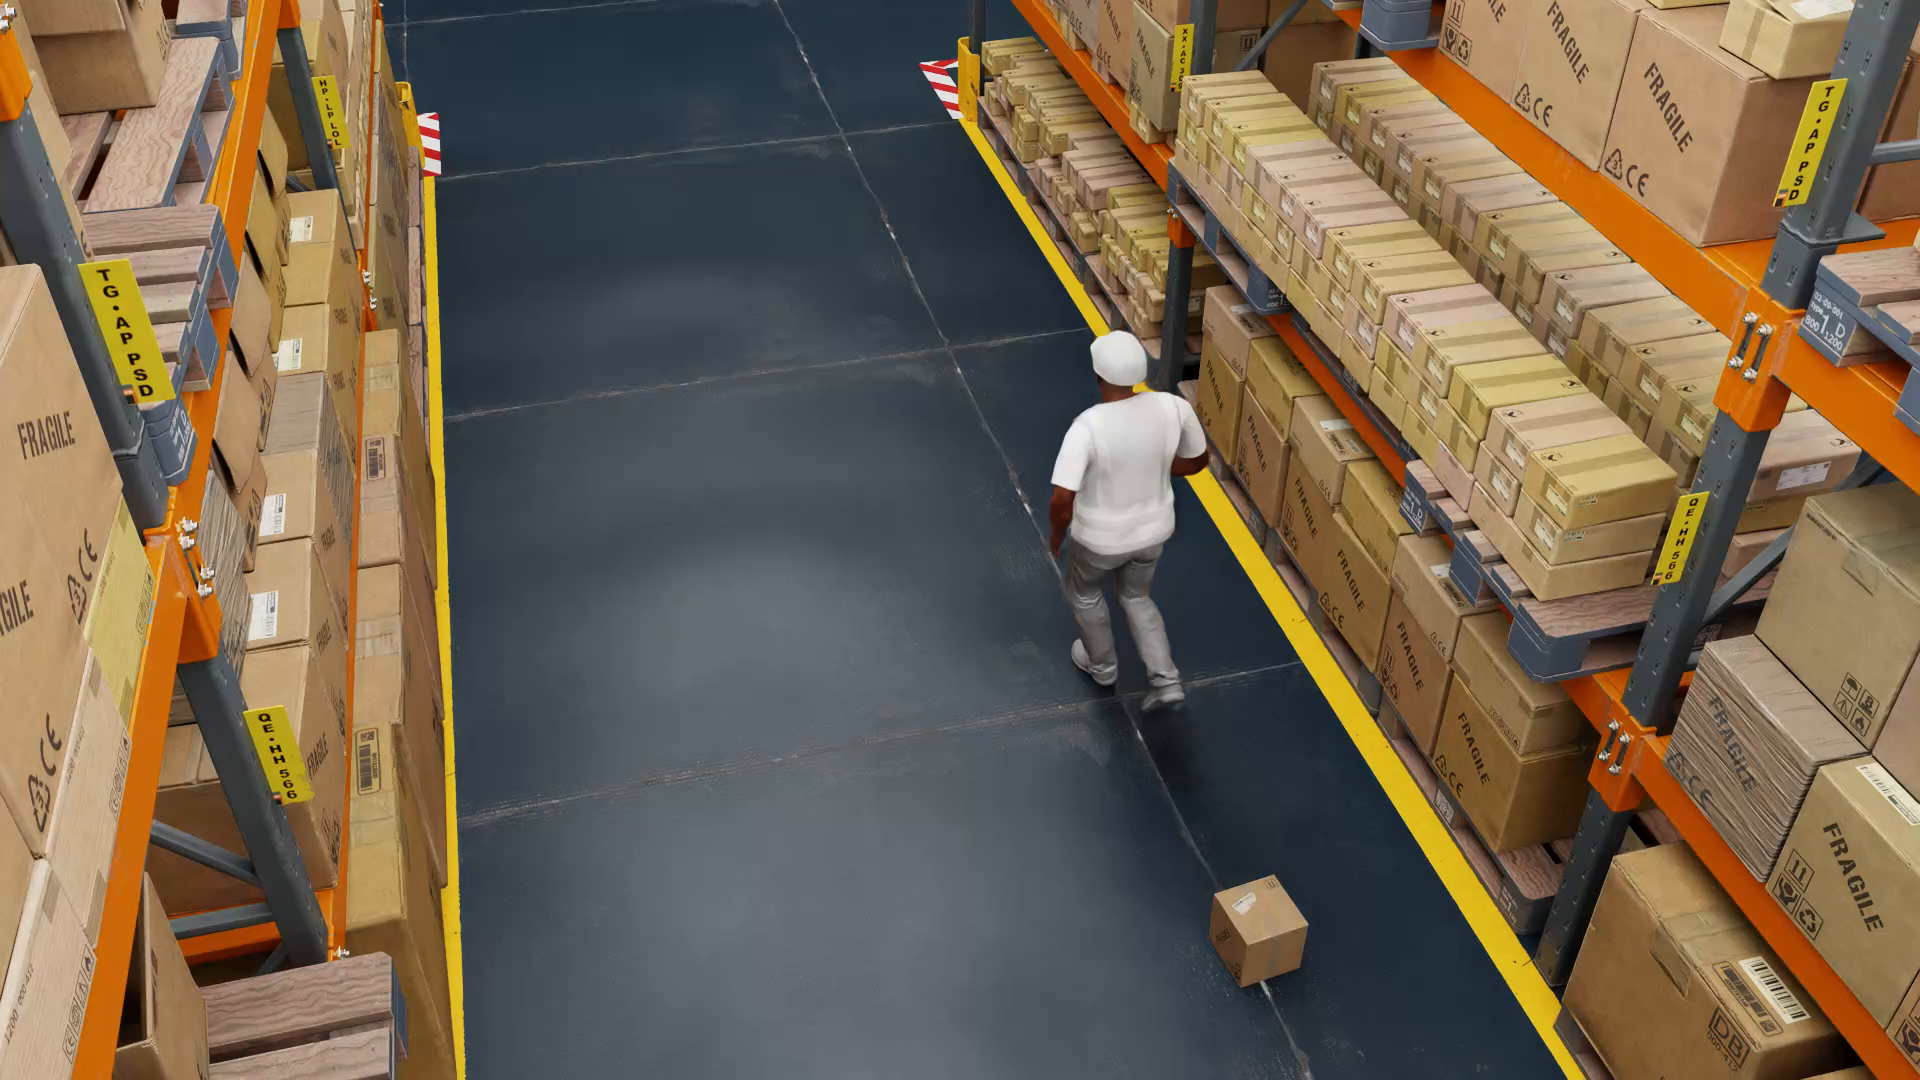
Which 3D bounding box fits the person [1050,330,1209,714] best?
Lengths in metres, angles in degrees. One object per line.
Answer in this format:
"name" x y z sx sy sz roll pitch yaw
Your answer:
"person" 0.681 -0.001 6.718 0.729 1.730 0.766 -14 40 -18
